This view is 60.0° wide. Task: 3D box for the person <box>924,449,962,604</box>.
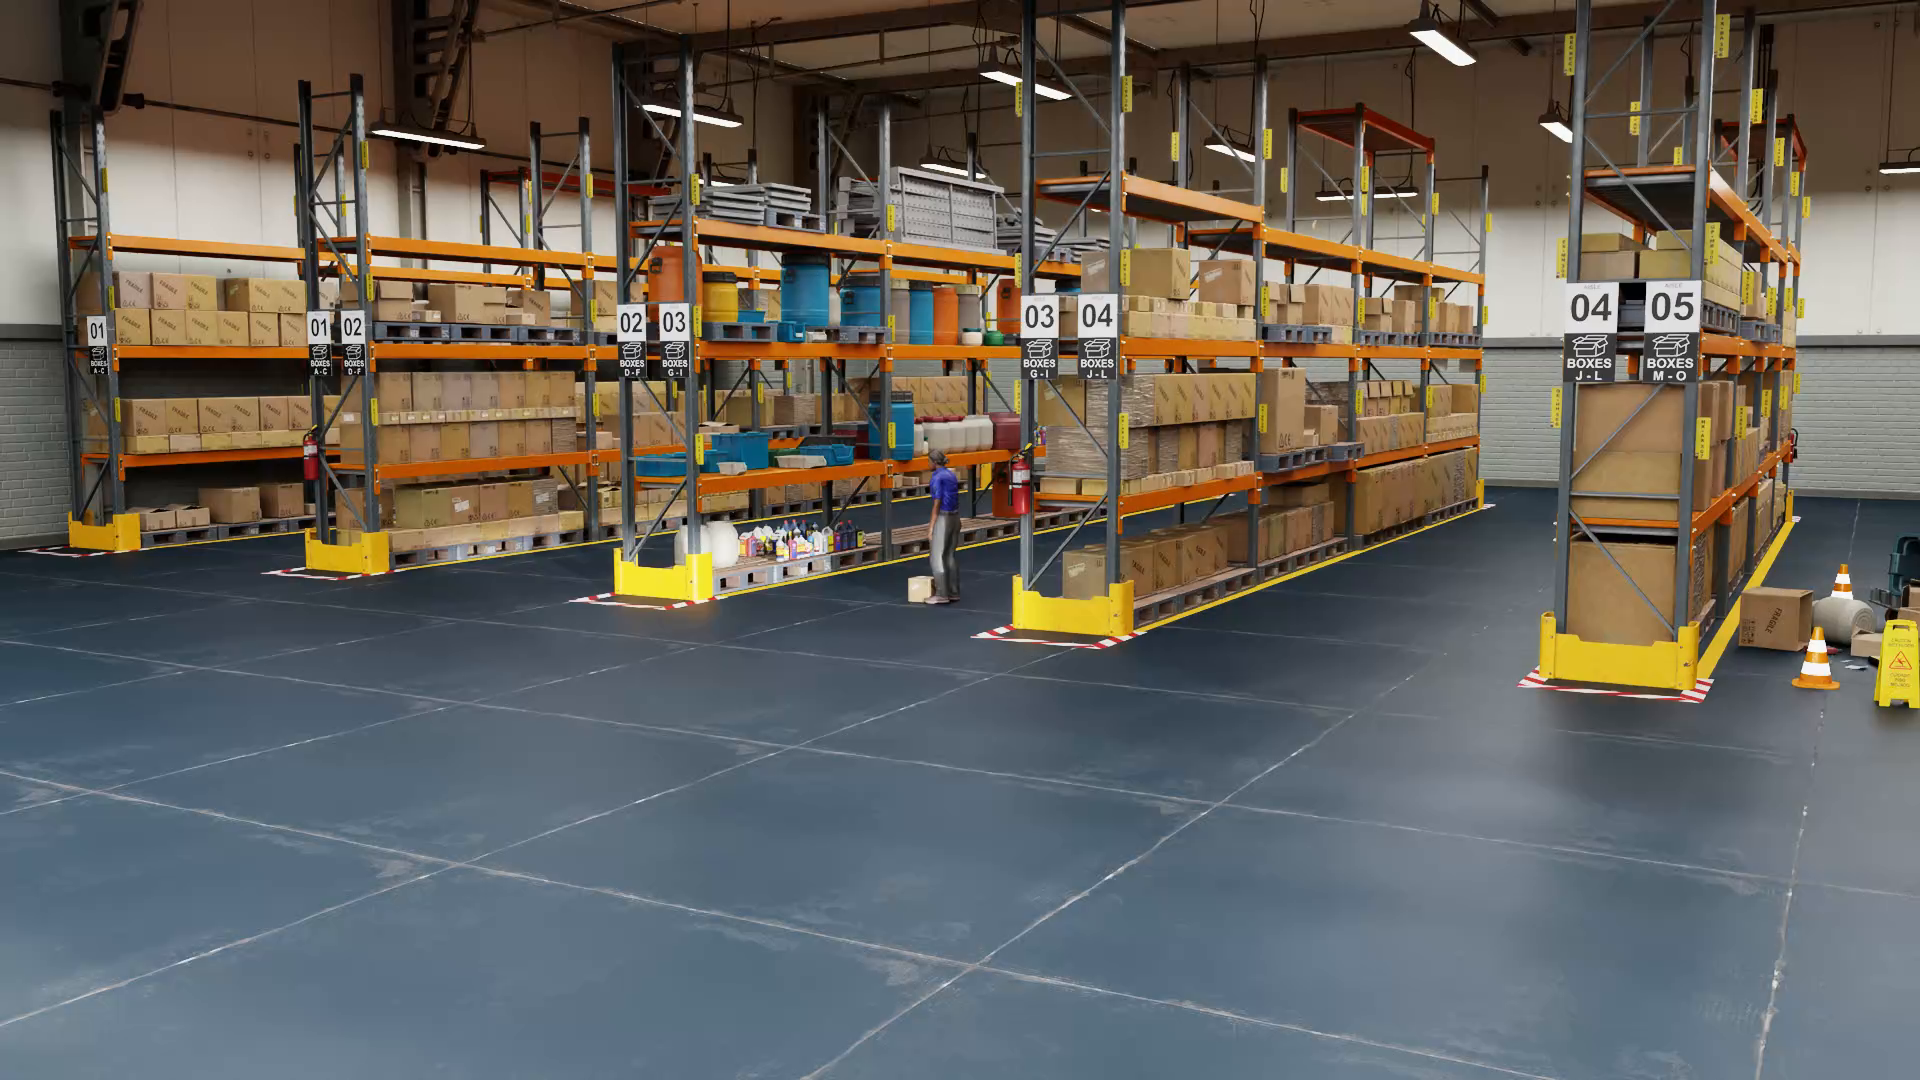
[{"bbox_3d":[-0.179,-0.154,17.847,0.346,1.655,0.506,3,7,29],"label":"person"}]
